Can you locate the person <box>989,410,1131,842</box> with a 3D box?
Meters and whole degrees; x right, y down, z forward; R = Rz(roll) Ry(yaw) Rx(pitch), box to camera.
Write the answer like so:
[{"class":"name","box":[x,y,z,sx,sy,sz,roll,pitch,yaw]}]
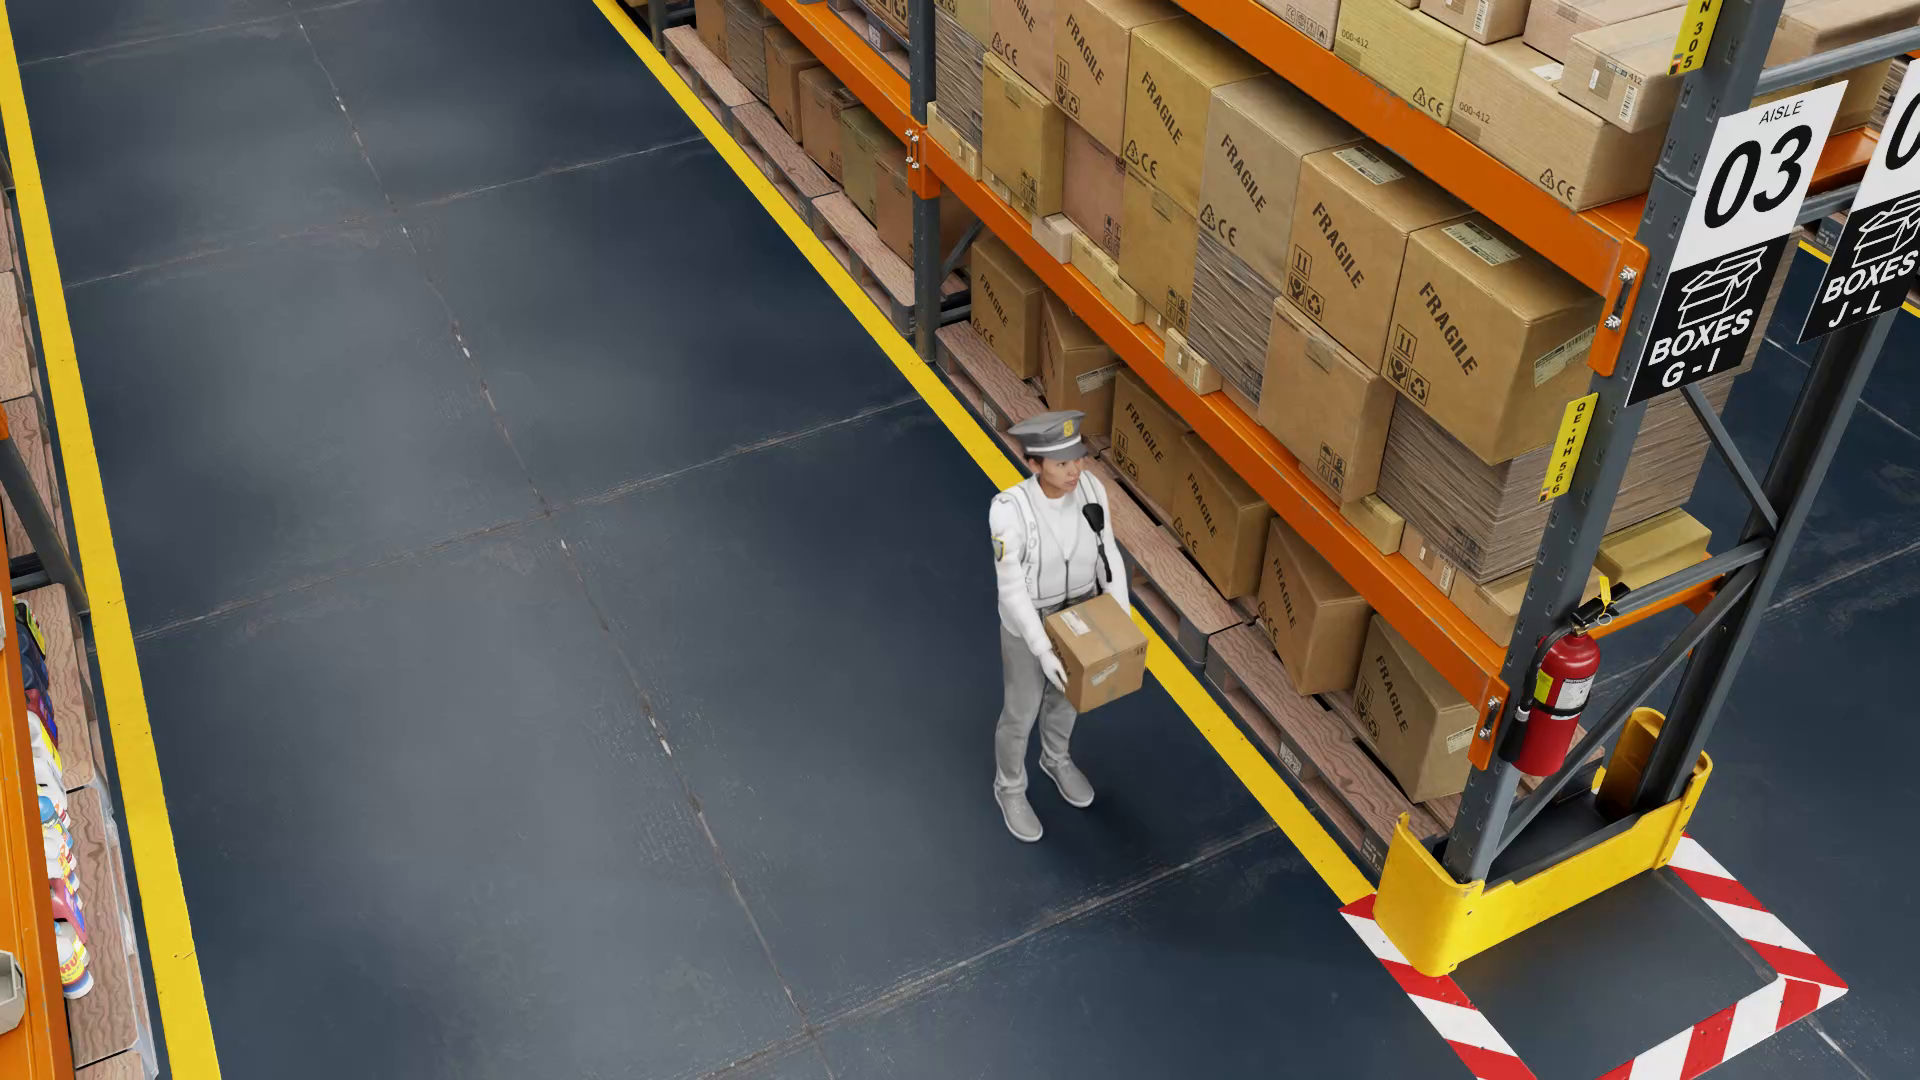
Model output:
[{"class":"person","box":[0.340,0.300,5.790,0.492,1.701,0.535,-20,45,-21]}]
